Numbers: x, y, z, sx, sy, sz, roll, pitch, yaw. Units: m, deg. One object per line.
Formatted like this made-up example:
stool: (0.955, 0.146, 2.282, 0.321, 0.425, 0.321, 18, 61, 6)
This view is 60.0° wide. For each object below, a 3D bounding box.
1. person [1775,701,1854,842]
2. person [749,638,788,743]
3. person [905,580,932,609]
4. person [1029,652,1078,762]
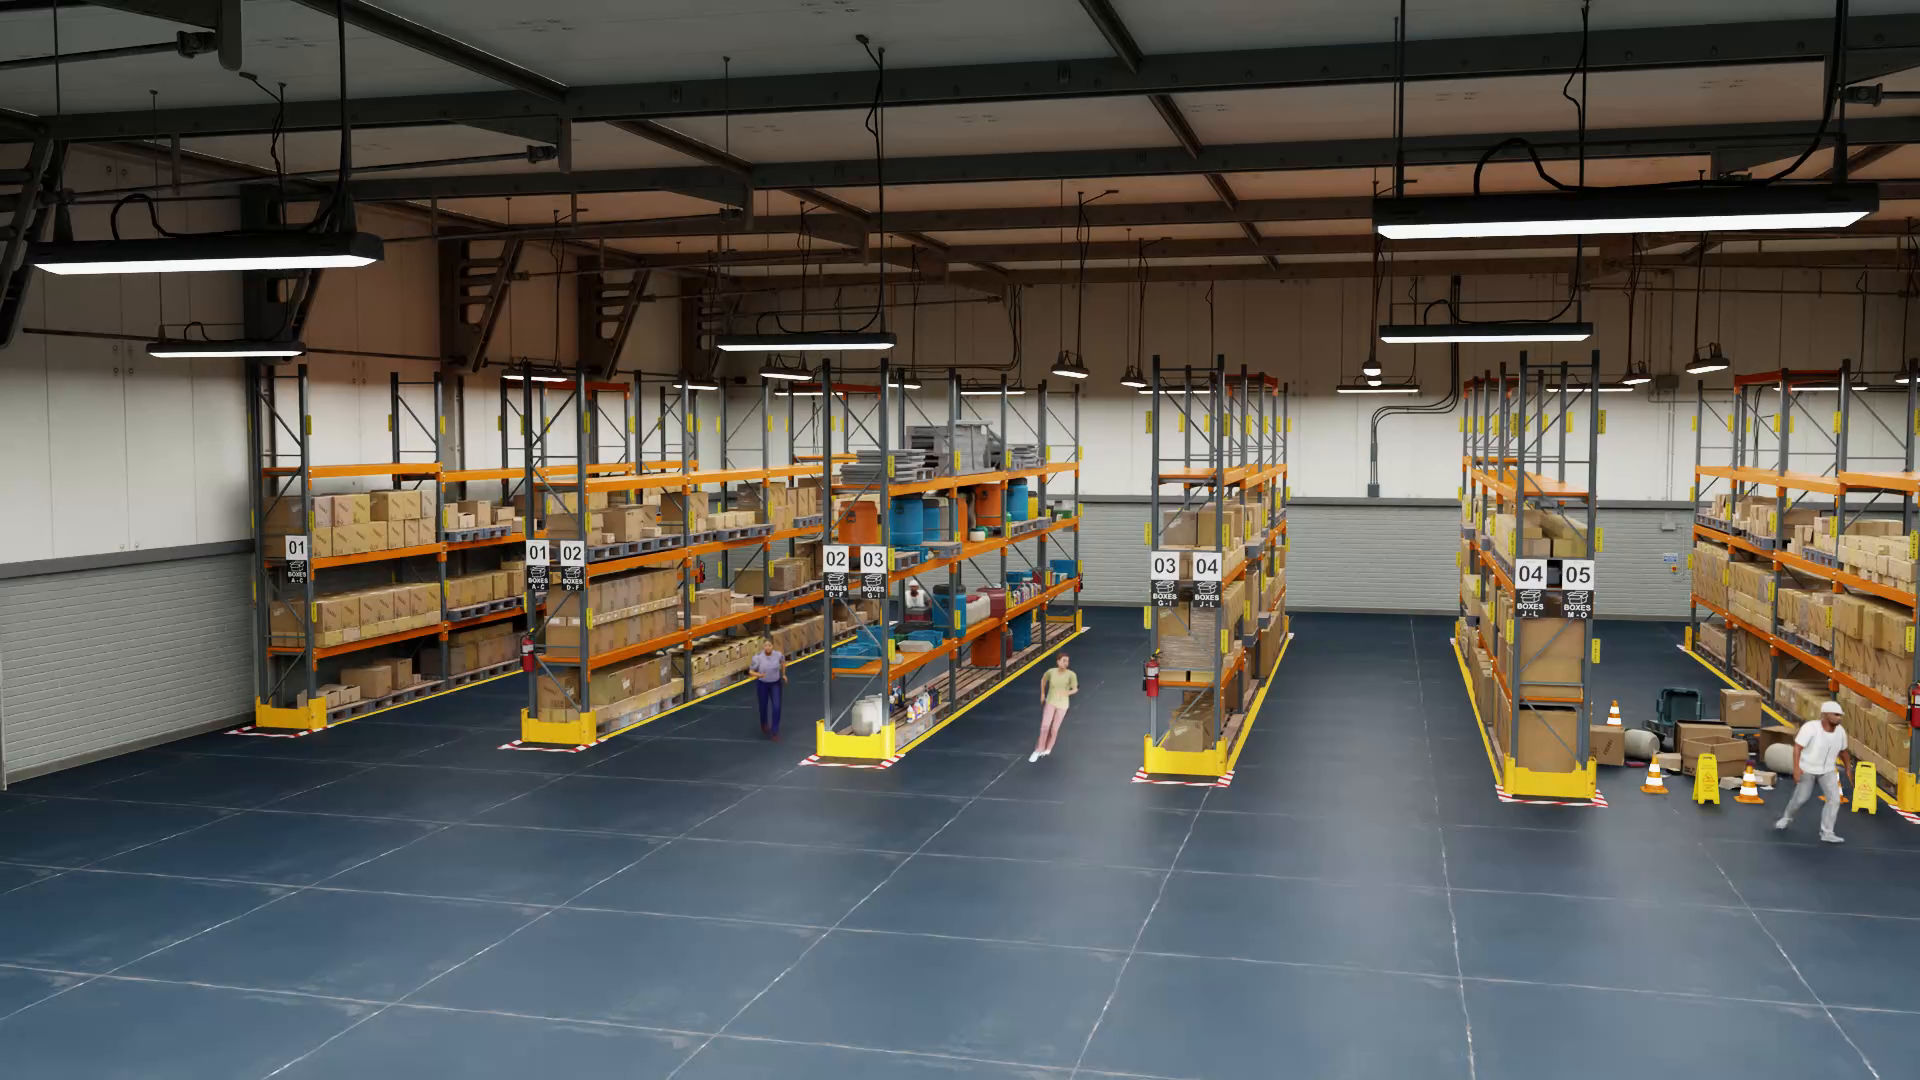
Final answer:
person: (10.369, 2.773, 20.172, 0.783, 1.709, 0.870, 0, 4, -6)
person: (-3.061, 2.363, 26.559, 0.613, 1.638, 0.954, -1, 4, -10)
person: (-0.943, 1.682, 35.996, 0.714, 1.670, 0.867, 0, 4, 2)
person: (1.397, 2.460, 24.810, 0.722, 1.610, 0.724, 0, 4, 3)
